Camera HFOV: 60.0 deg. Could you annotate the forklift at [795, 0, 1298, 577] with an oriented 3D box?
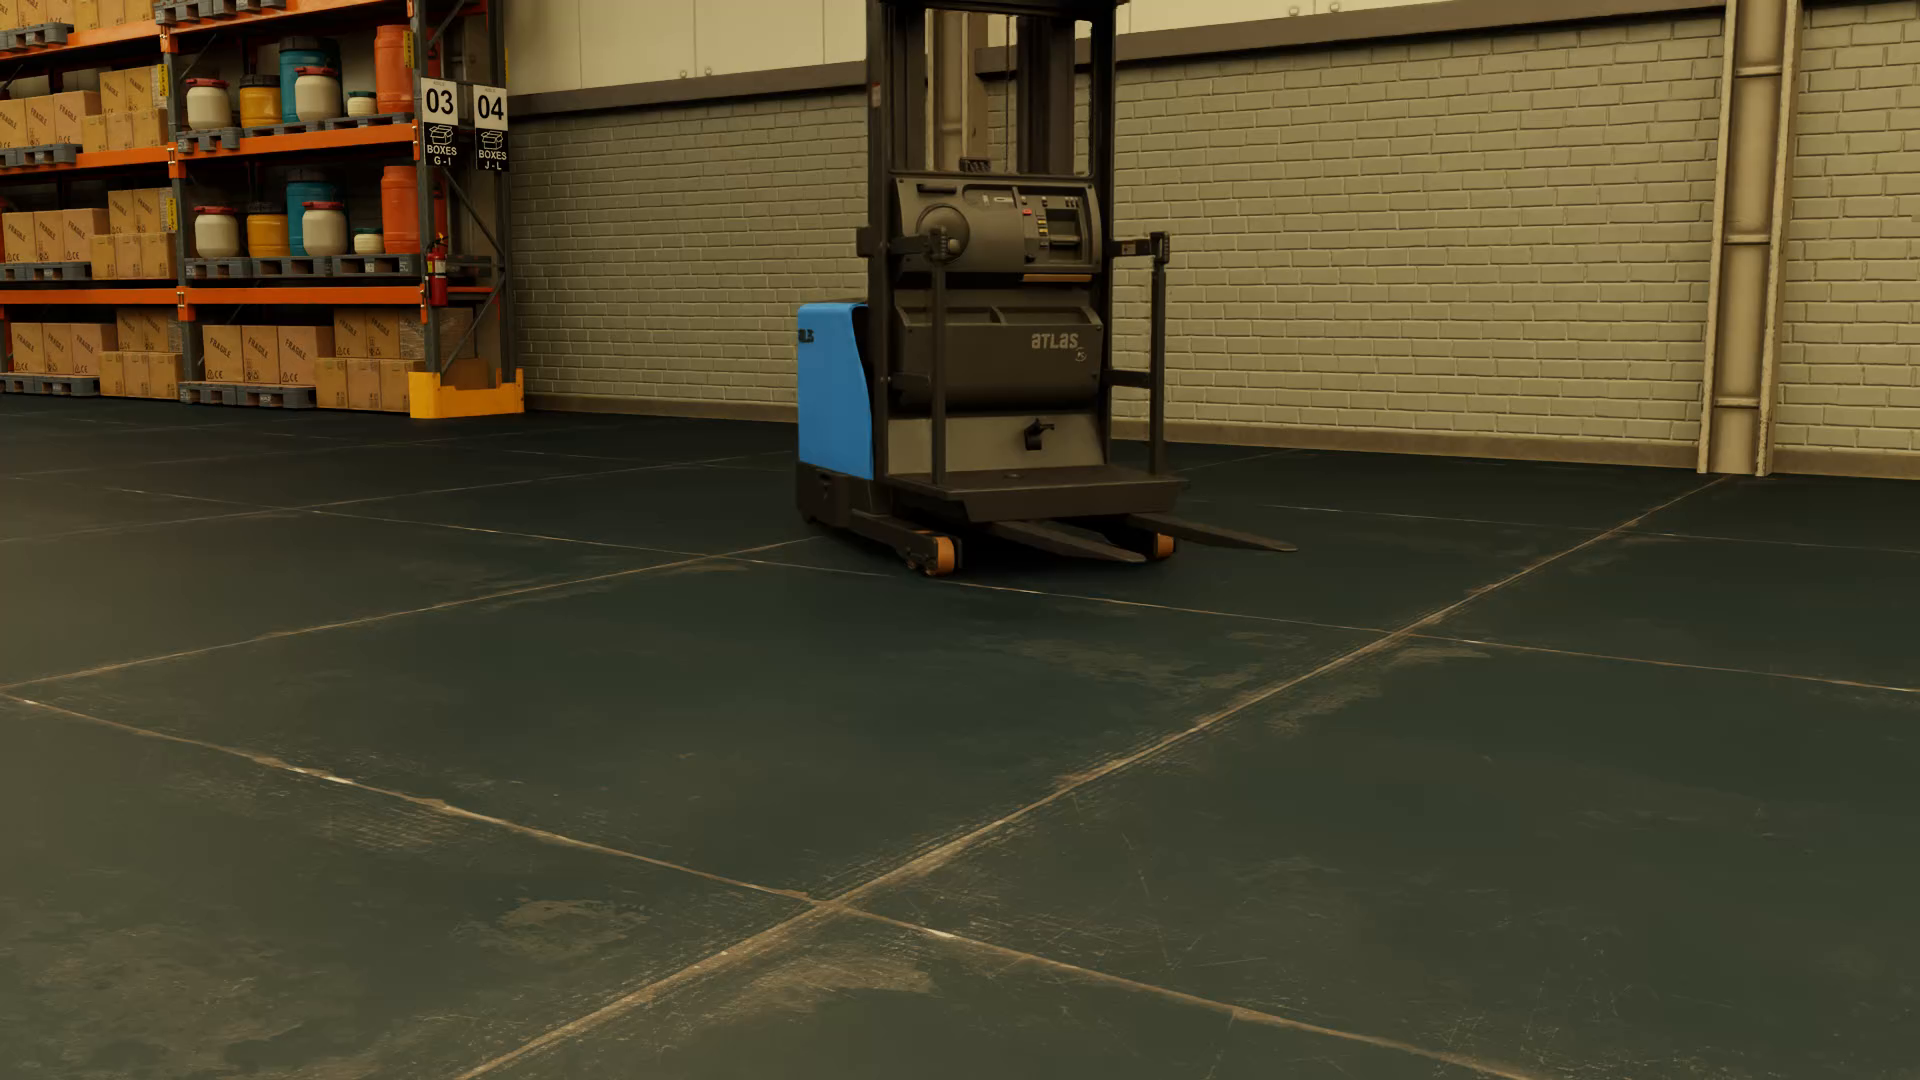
[{"bbox_3d":[0.258,-1.373,6.847,1.130,2.935,3.031,-4,9,-24],"label":"forklift"}]
